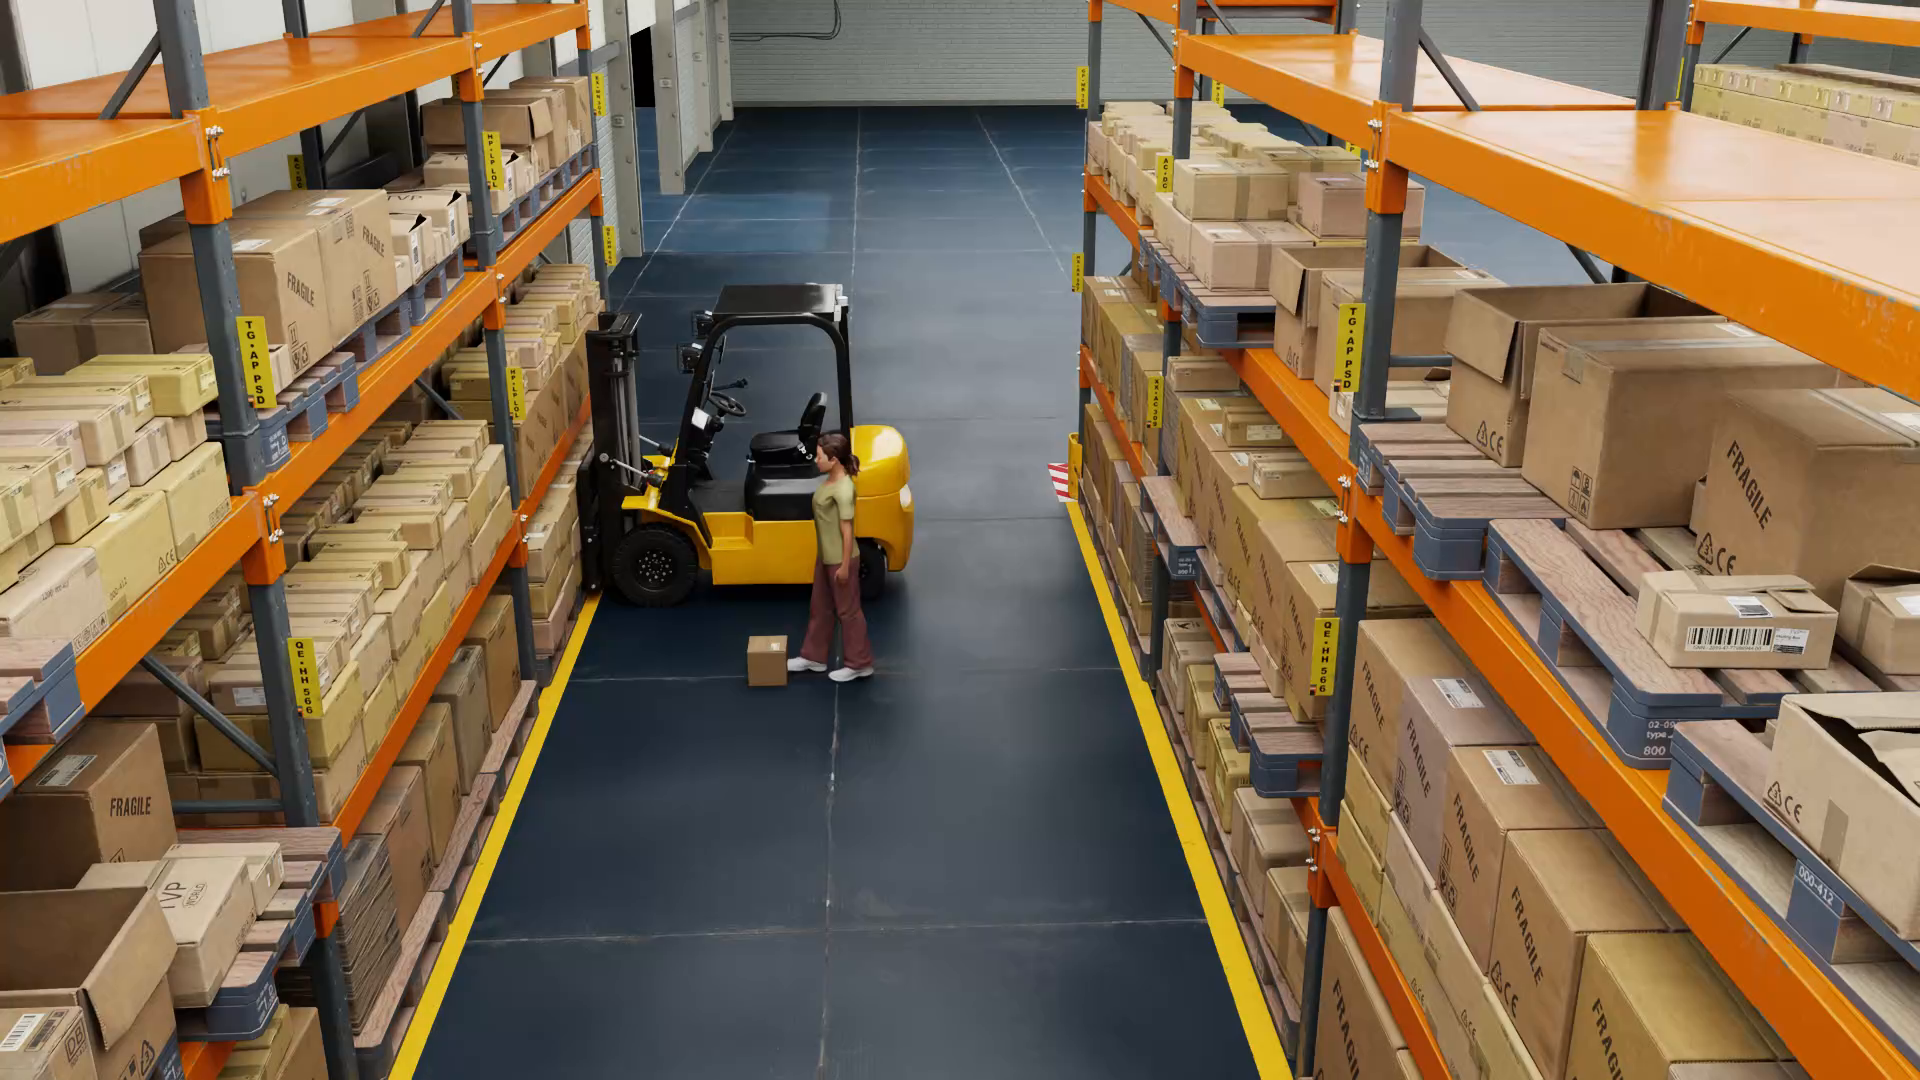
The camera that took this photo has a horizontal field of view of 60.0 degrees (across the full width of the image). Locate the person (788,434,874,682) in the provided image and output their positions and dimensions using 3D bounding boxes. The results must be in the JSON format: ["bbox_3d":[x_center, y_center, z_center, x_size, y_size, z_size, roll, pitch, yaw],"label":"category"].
[{"bbox_3d":[-0.869,0.122,10.728,0.592,1.672,0.457,-5,21,-13],"label":"person"}]
